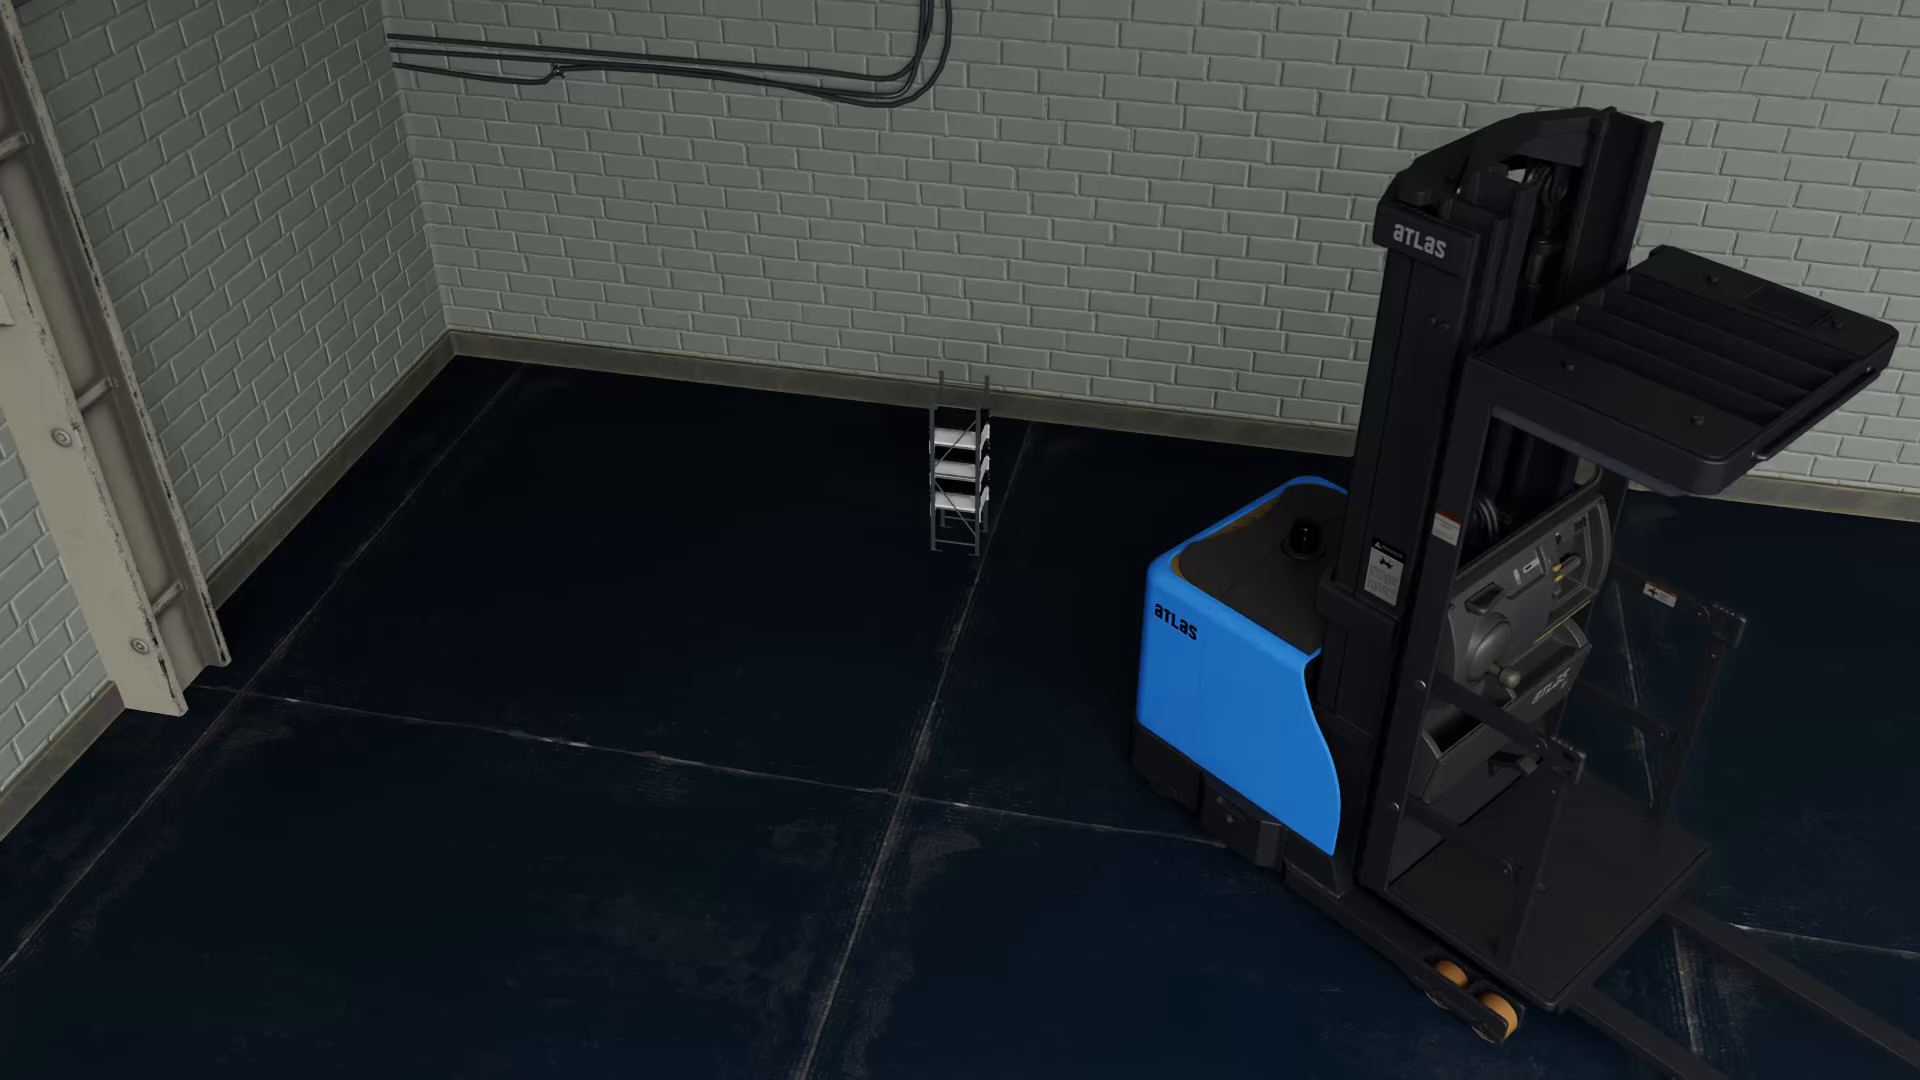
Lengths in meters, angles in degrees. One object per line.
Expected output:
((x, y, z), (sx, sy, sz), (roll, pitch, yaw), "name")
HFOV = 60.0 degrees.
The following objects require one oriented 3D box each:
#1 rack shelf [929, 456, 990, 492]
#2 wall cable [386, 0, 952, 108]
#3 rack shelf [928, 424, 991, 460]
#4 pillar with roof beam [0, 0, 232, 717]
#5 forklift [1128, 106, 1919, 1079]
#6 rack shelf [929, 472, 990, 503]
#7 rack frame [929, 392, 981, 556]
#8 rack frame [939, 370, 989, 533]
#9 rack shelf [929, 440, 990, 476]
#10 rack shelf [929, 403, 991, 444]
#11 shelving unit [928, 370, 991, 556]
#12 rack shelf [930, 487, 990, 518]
((-0.002, -0.333, 7.999), (0.258, 0.077, 0.200), (7, 37, 10), "rack shelf")
((-1.556, -3.278, 7.751), (3.097, 2.526, 0.112), (7, 37, 10), "wall cable")
((-0.002, -0.478, 7.893), (0.258, 0.077, 0.200), (7, 37, 10), "rack shelf")
((0.729, -2.473, 3.994), (9.100, 9.000, 0.400), (7, 37, 10), "pillar with roof beam")
((2.048, 0.228, 5.437), (1.130, 2.935, 3.031), (-28, 44, -33), "forklift")
((-0.002, -0.260, 8.052), (0.258, 0.077, 0.200), (7, 37, 10), "rack shelf")
((-0.023, -0.301, 7.899), (0.240, 0.900, 0.006), (7, 37, 10), "rack frame")
((0.020, -0.418, 8.060), (0.240, 0.900, 0.006), (7, 37, 10), "rack frame")
((-0.002, -0.406, 7.946), (0.258, 0.077, 0.200), (7, 37, 10), "rack shelf")
((-0.002, -0.551, 7.841), (0.258, 0.077, 0.200), (7, 37, 10), "rack shelf")
((-0.002, -0.360, 7.979), (0.258, 0.900, 0.210), (7, 37, 10), "shelving unit")
((-0.002, -0.187, 8.105), (0.258, 0.077, 0.200), (7, 37, 10), "rack shelf")
